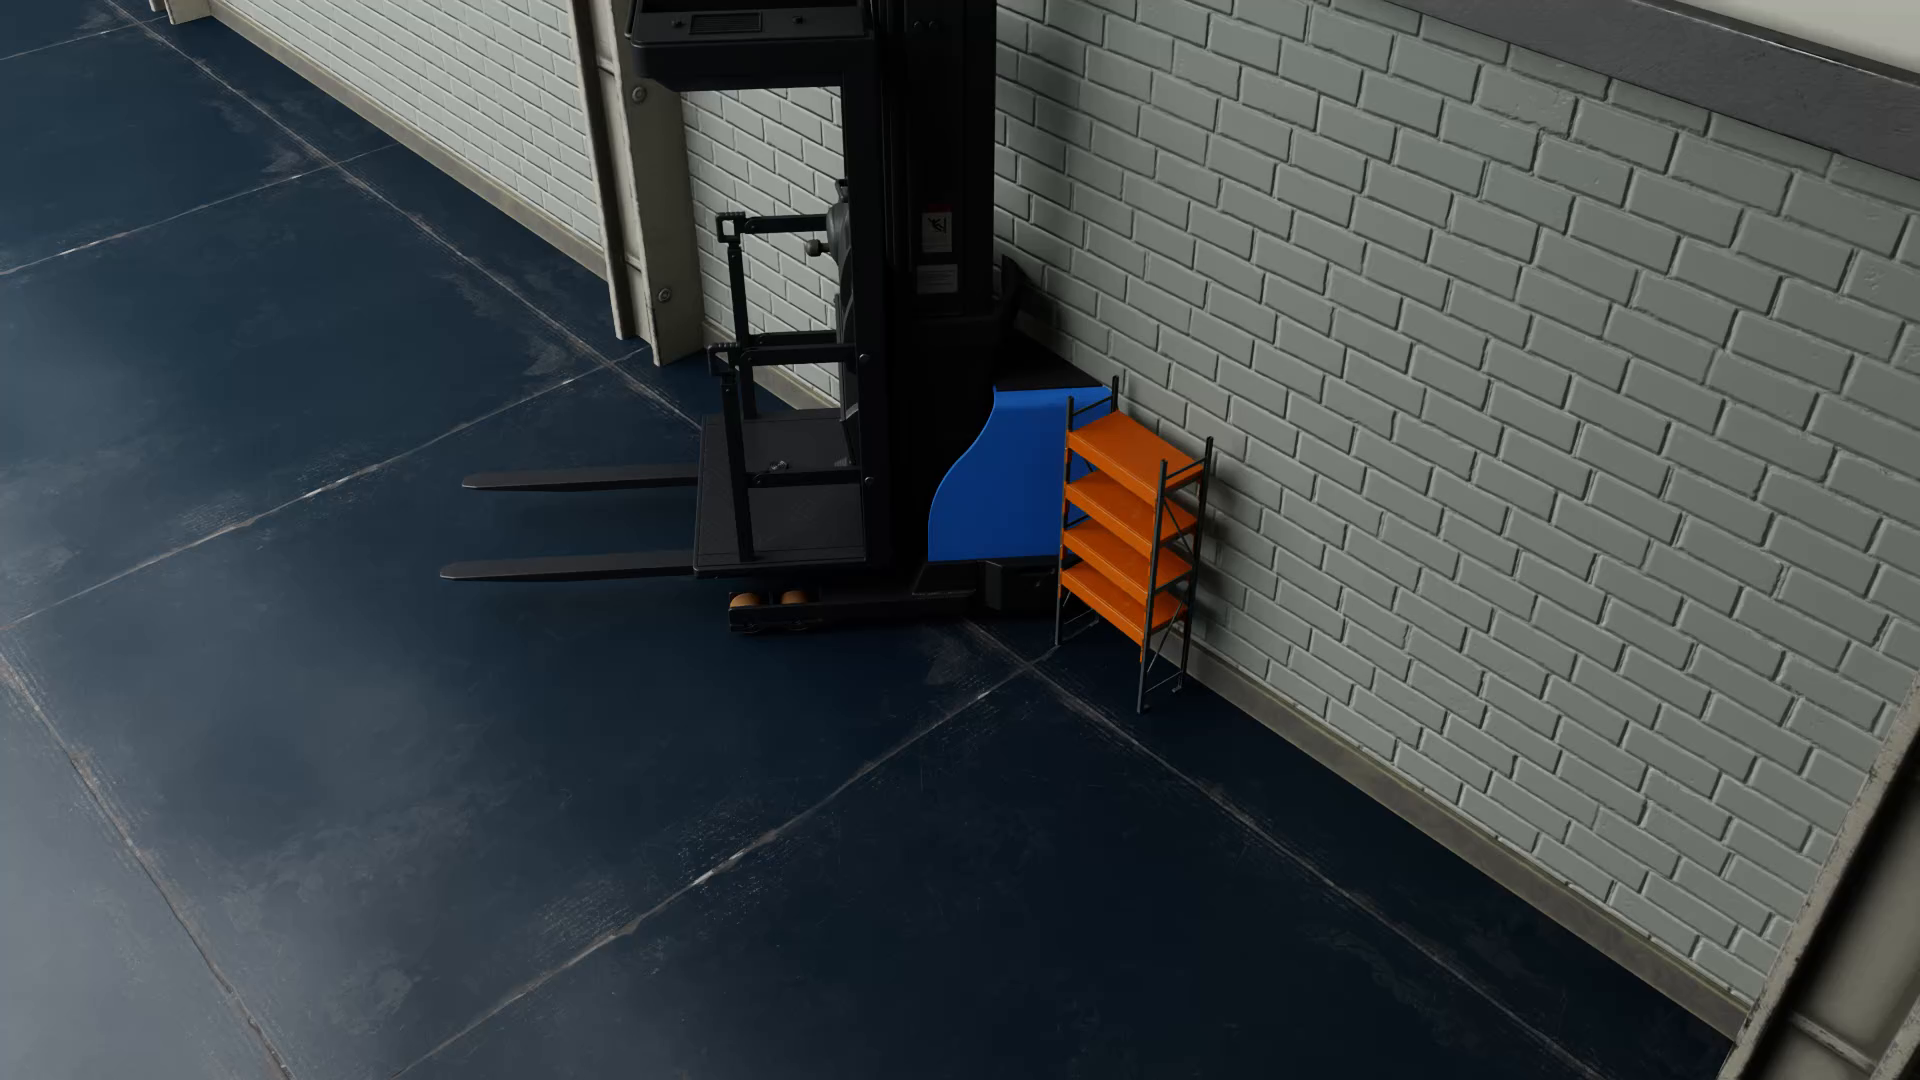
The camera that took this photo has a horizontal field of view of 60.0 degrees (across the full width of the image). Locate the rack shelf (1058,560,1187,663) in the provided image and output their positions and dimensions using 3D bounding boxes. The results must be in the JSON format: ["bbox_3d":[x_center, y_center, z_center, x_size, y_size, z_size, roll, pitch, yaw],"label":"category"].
[{"bbox_3d":[0.633,0.239,6.422,0.258,0.148,0.480,-26,46,-29],"label":"rack shelf"}]

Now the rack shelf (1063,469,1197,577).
[{"bbox_3d":[0.633,-0.089,6.157,0.258,0.148,0.480,-26,46,-29],"label":"rack shelf"}]

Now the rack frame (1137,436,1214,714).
[{"bbox_3d":[0.783,0.153,6.105,0.240,1.200,0.015,-26,46,-29],"label":"rack frame"}]

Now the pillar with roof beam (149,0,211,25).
[{"bbox_3d":[-8.752,-5.471,6.862,9.100,9.000,0.400,-30,48,-32],"label":"pillar with roof beam"}]

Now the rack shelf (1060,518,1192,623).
[{"bbox_3d":[0.633,0.085,6.297,0.258,0.148,0.480,-26,46,-29],"label":"rack shelf"}]

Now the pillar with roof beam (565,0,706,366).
[{"bbox_3d":[-4.694,-2.694,3.424,9.100,9.000,0.400,-30,48,-32],"label":"pillar with roof beam"}]

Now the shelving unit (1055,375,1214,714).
[{"bbox_3d":[0.633,0.033,6.255,0.258,1.200,0.503,-26,46,-29],"label":"shelving unit"}]

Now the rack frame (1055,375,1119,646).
[{"bbox_3d":[0.483,-0.088,6.405,0.240,1.200,0.015,-26,46,-29],"label":"rack frame"}]

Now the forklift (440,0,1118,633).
[{"bbox_3d":[-0.620,-1.107,6.288,3.031,2.935,1.130,-3,39,-4],"label":"forklift"}]

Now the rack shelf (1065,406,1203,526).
[{"bbox_3d":[0.633,-0.273,6.008,0.258,0.148,0.480,-26,46,-29],"label":"rack shelf"}]
